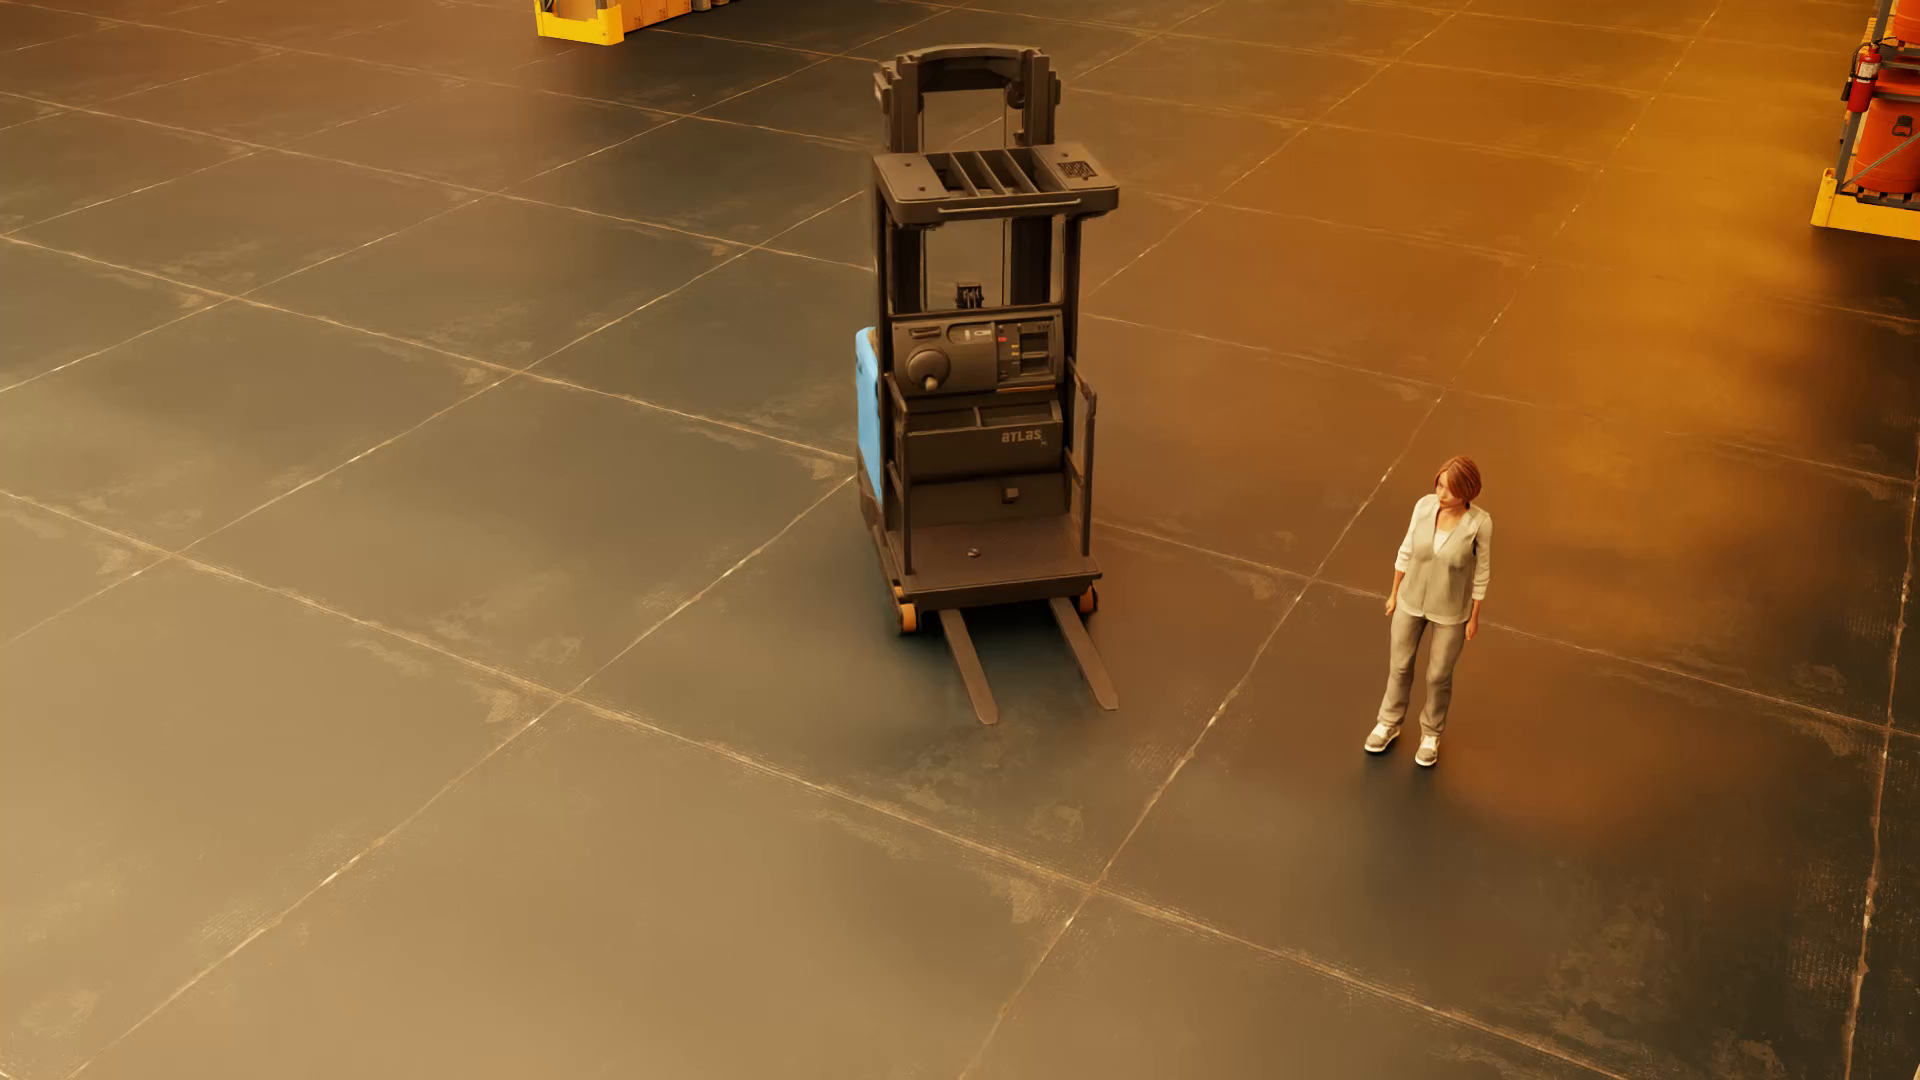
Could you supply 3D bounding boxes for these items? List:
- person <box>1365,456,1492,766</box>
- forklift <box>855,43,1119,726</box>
[{"bbox_3d":[2.220,0.332,7.827,0.444,1.602,0.329,18,35,28],"label":"person"},{"bbox_3d":[0.146,-0.960,8.735,1.130,2.935,3.031,-6,30,-10],"label":"forklift"}]
